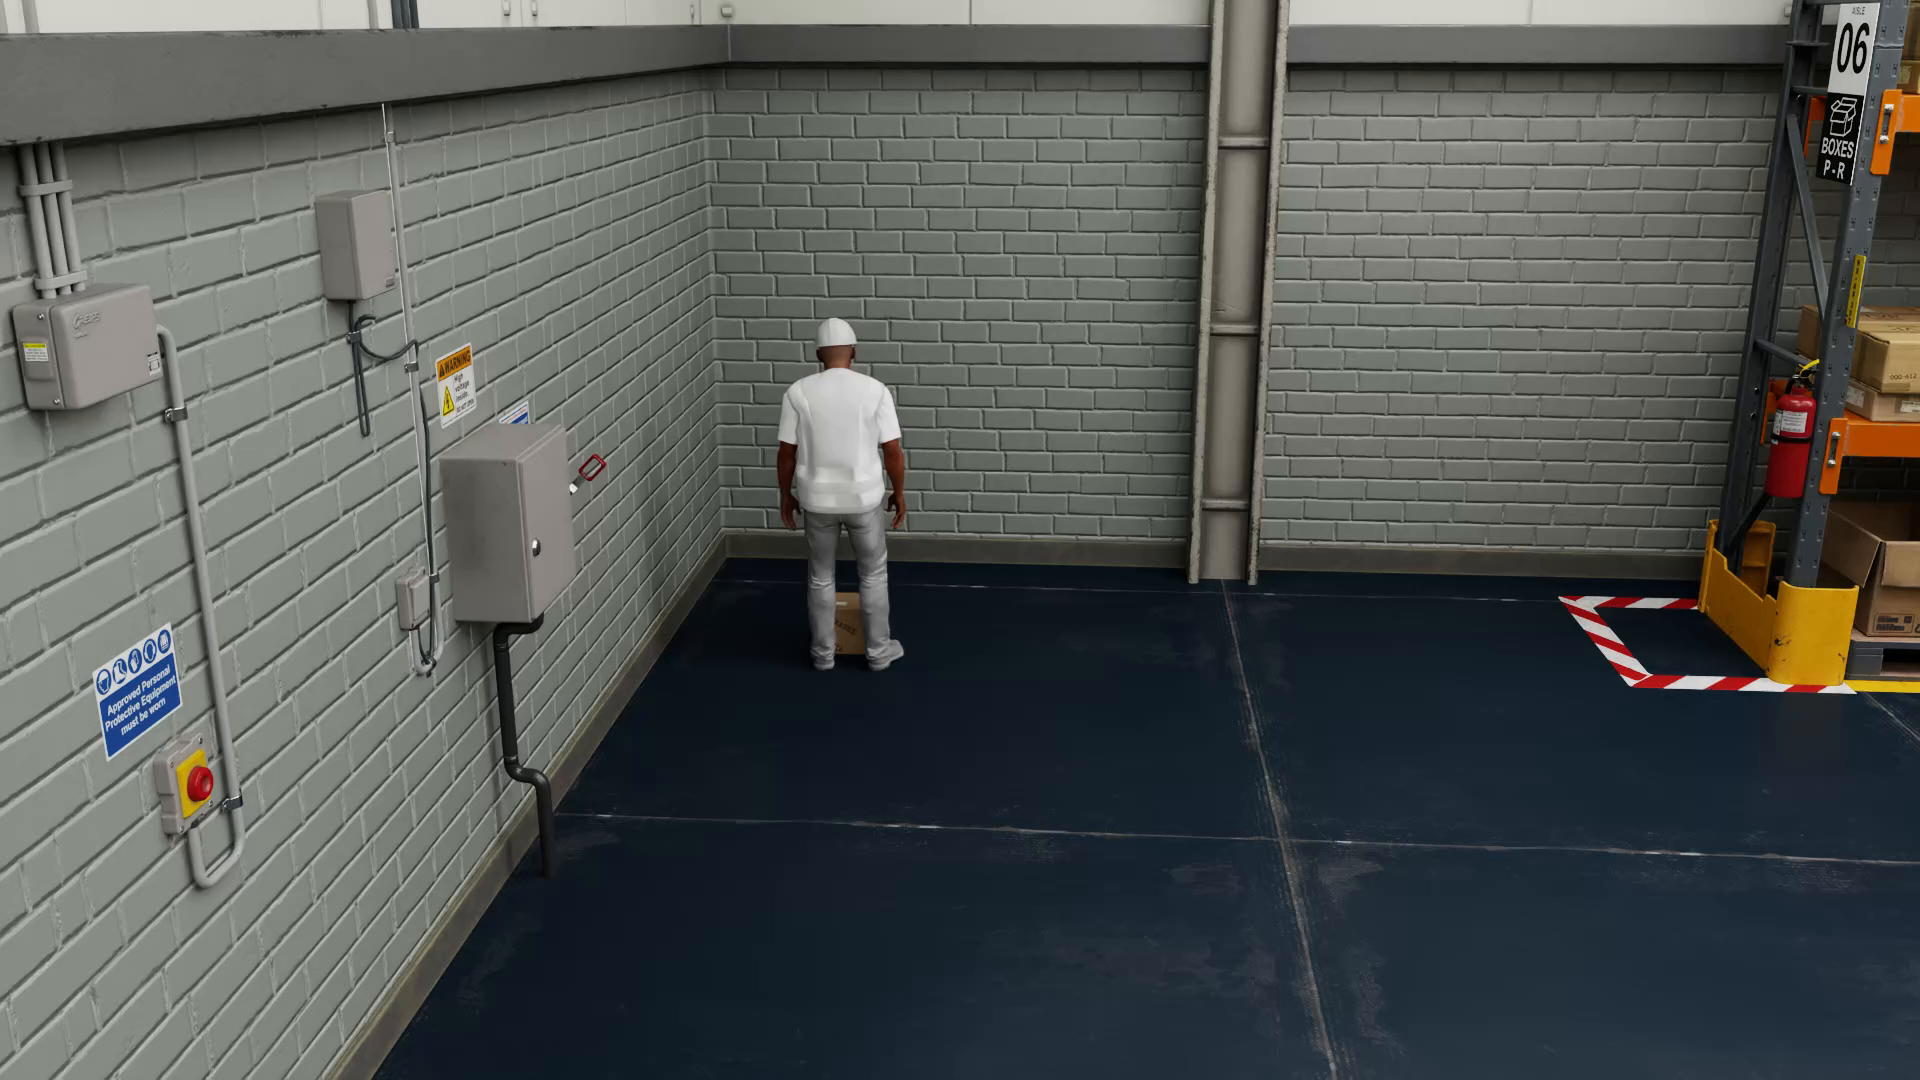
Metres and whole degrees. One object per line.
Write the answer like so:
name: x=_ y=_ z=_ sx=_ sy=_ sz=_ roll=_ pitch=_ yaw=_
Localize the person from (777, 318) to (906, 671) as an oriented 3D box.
person: x=-0.580 y=-0.216 z=8.210 sx=0.625 sy=1.759 sz=0.463 roll=0 pitch=17 yaw=2
